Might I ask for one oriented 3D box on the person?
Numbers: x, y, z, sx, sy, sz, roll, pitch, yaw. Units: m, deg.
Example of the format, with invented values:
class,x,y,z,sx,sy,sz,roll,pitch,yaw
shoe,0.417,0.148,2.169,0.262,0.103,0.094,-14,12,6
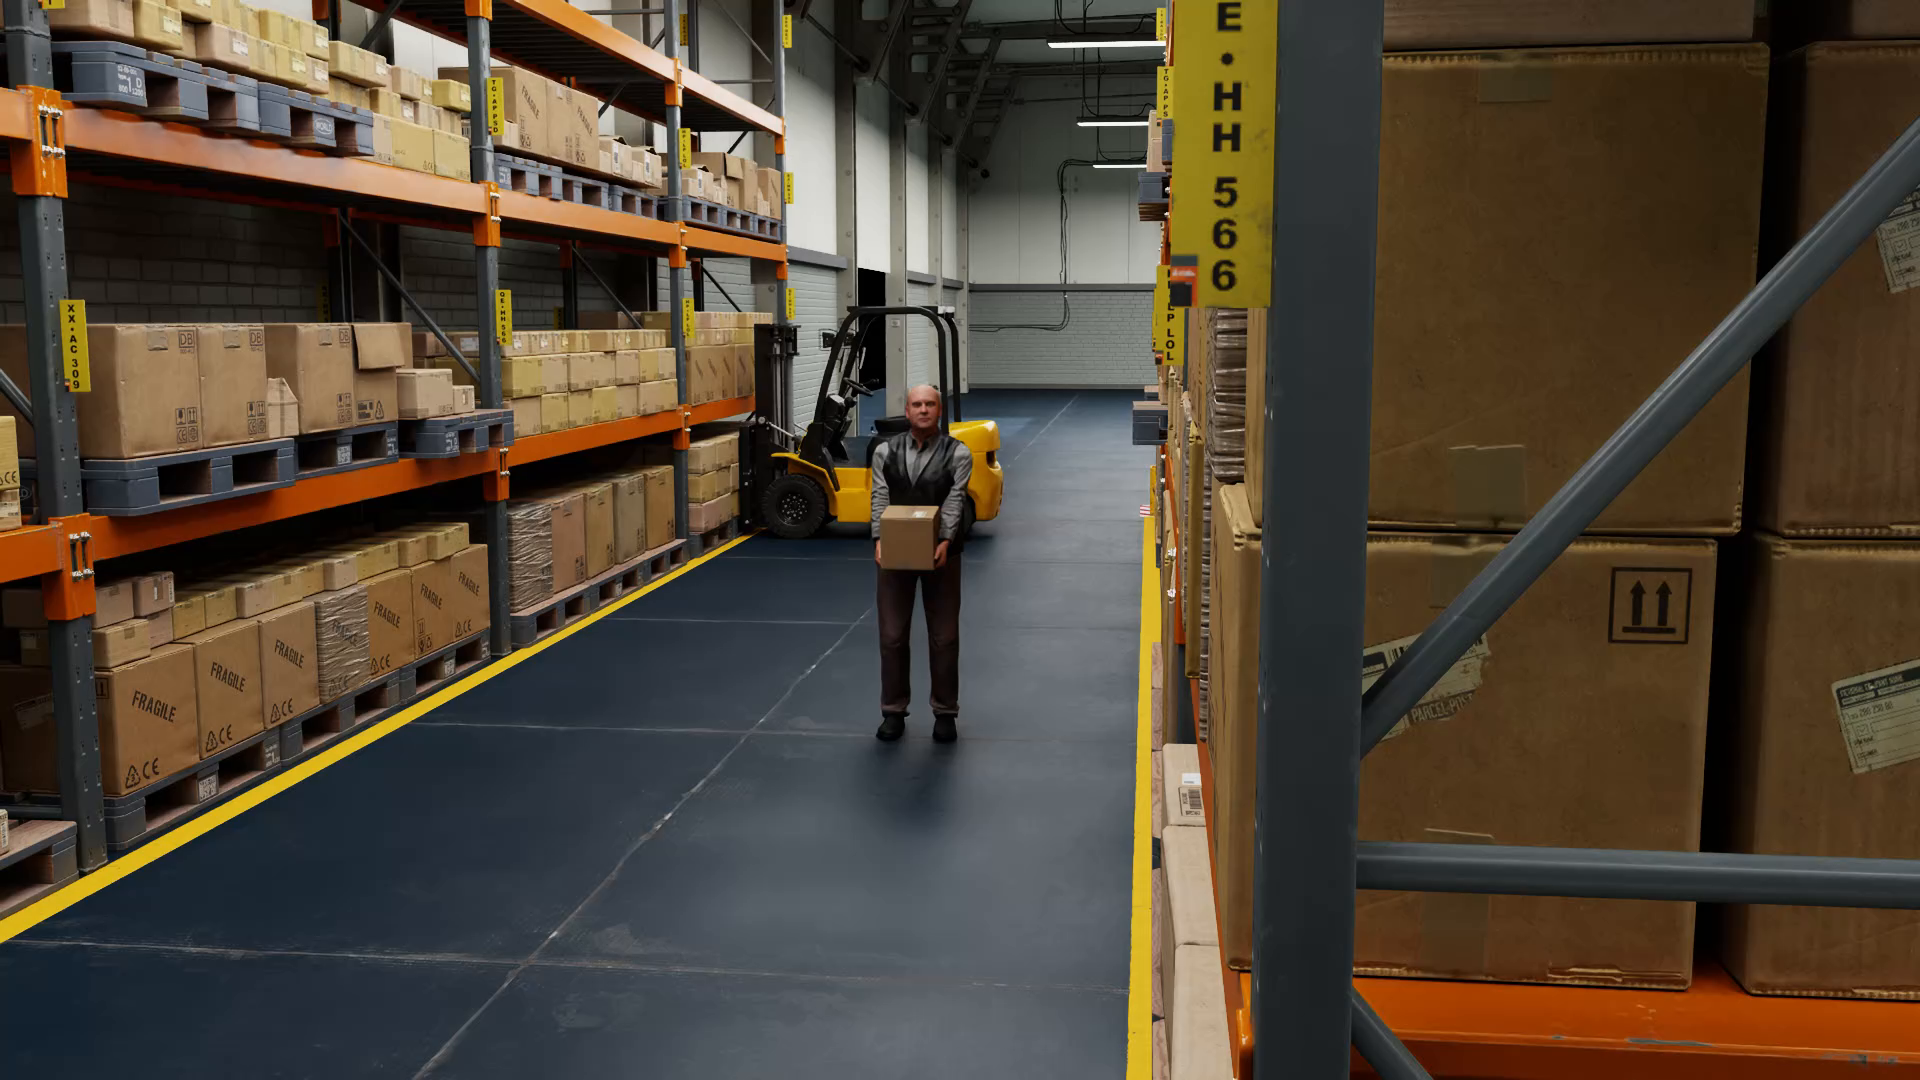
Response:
class,x,y,z,sx,sy,sz,roll,pitch,yaw
person,-0.194,0.116,8.029,0.495,1.718,0.555,1,8,7
